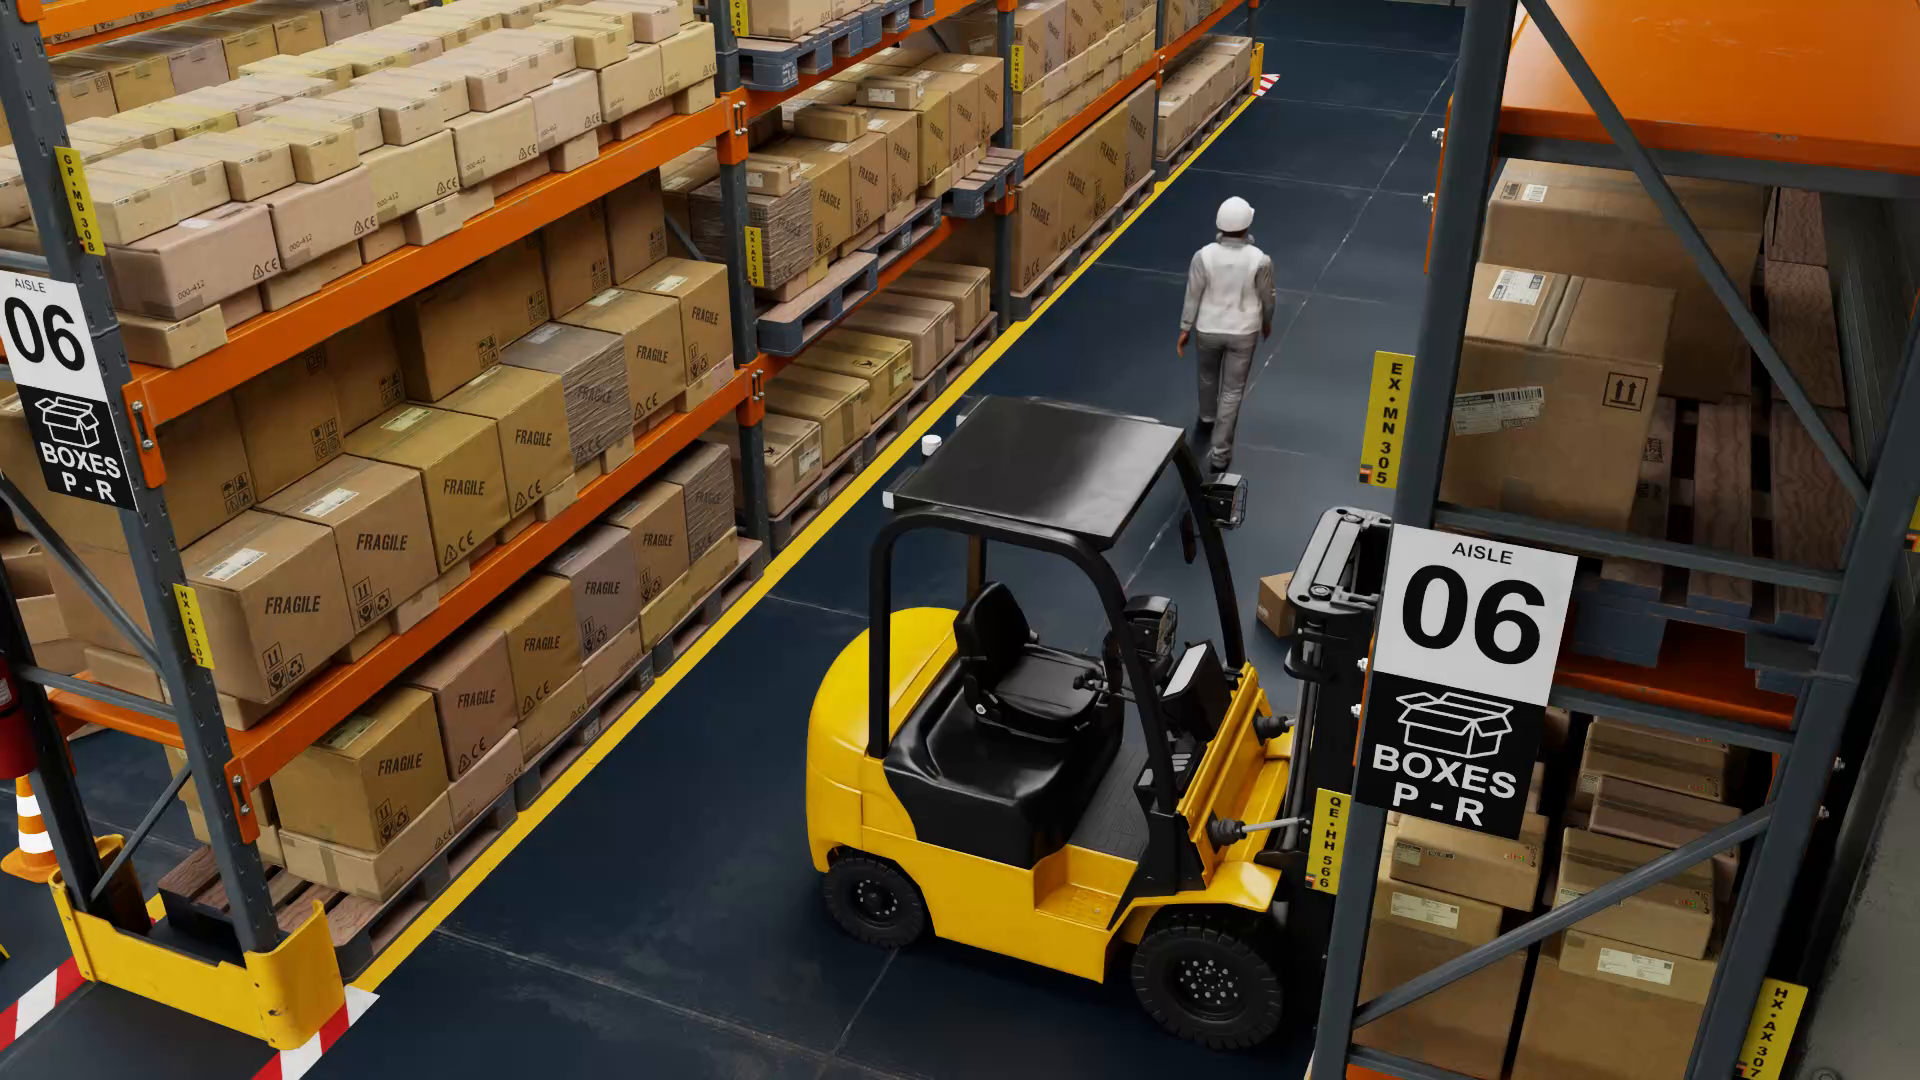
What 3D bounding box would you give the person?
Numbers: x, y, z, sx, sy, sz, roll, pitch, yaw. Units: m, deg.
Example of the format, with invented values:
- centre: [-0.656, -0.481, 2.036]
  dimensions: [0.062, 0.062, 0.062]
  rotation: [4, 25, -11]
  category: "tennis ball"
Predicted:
- centre: [1.765, -1.429, 10.878]
  dimensions: [0.576, 1.736, 0.946]
  rotation: [10, 31, 17]
  category: "person"
